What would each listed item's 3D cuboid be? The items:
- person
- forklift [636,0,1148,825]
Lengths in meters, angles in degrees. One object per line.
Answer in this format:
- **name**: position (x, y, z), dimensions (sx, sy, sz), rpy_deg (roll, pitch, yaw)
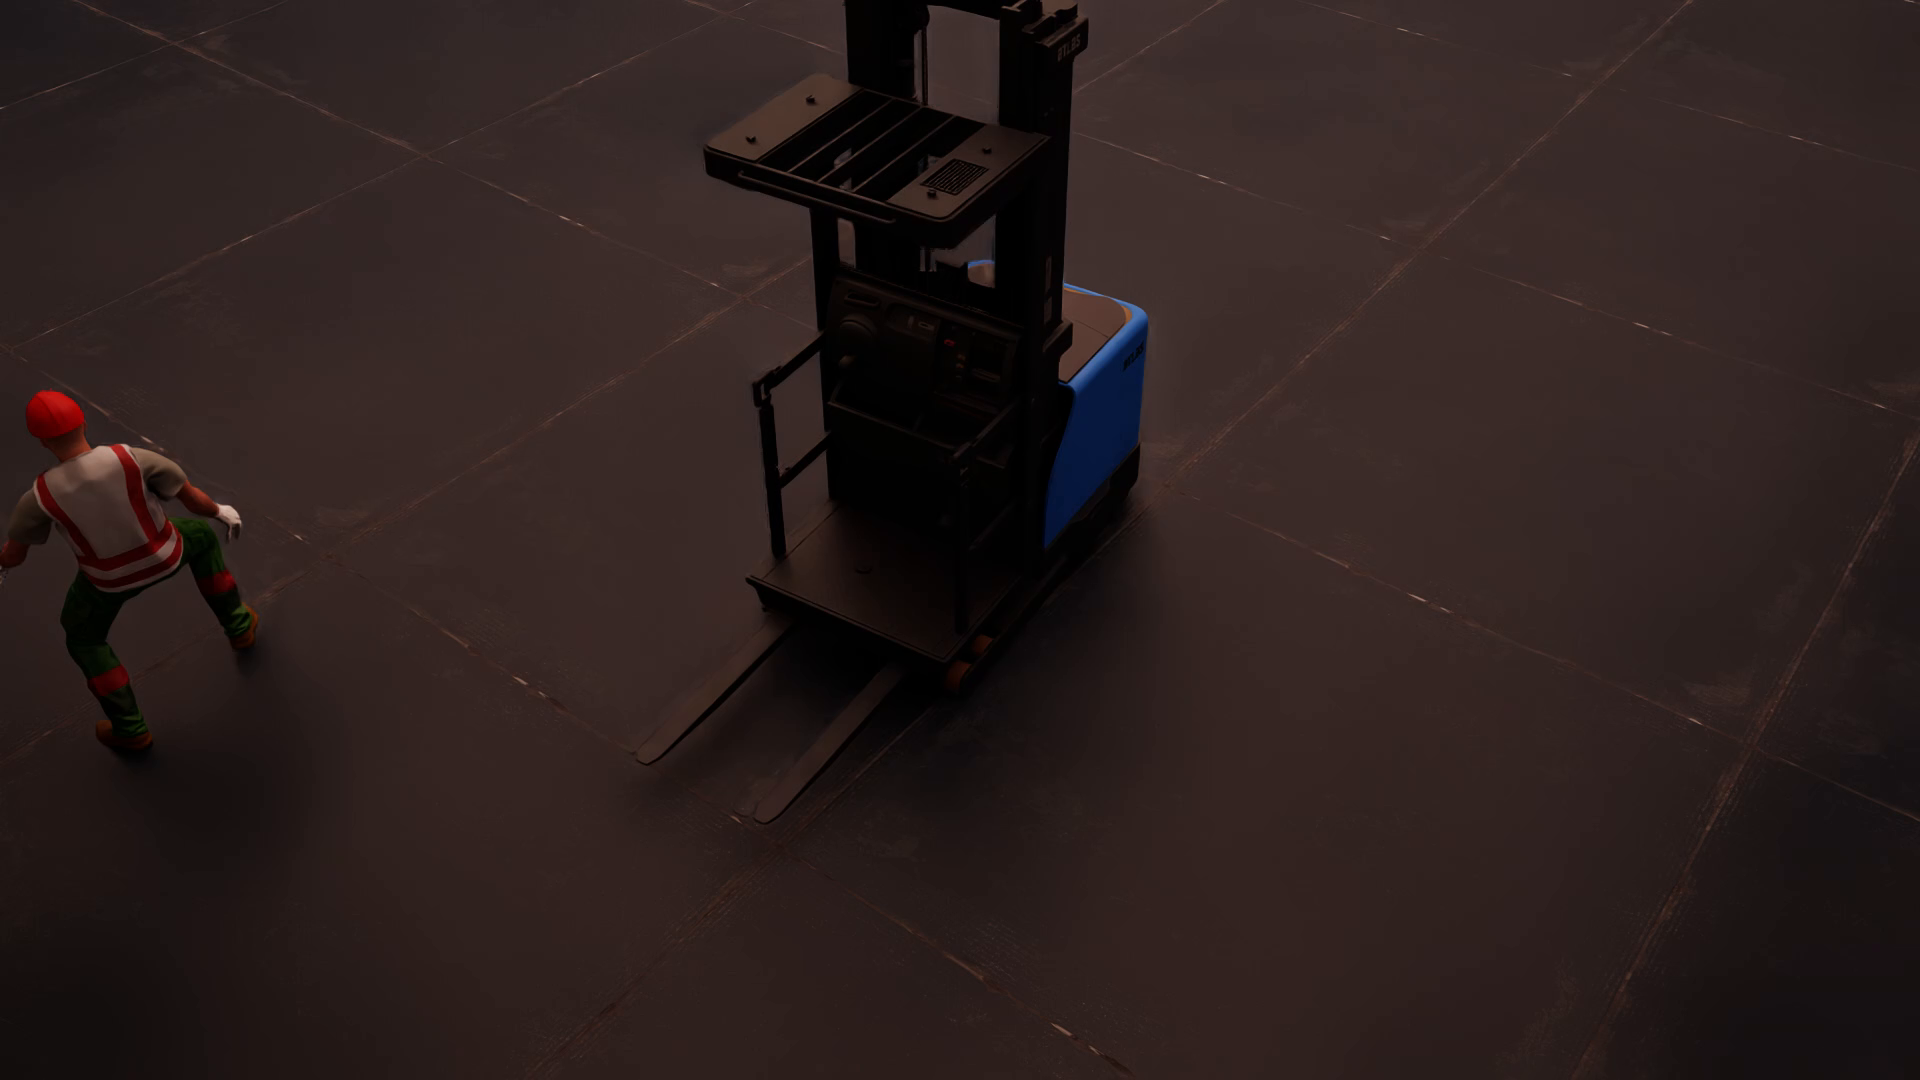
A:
- **person**: position (-3.553, 0.049, 7.025), dimensions (0.992, 1.651, 0.665), rpy_deg (-22, 45, -23)
- **forklift**: position (-0.278, -0.757, 6.962), dimensions (1.130, 2.935, 3.031), rpy_deg (22, 45, 23)
